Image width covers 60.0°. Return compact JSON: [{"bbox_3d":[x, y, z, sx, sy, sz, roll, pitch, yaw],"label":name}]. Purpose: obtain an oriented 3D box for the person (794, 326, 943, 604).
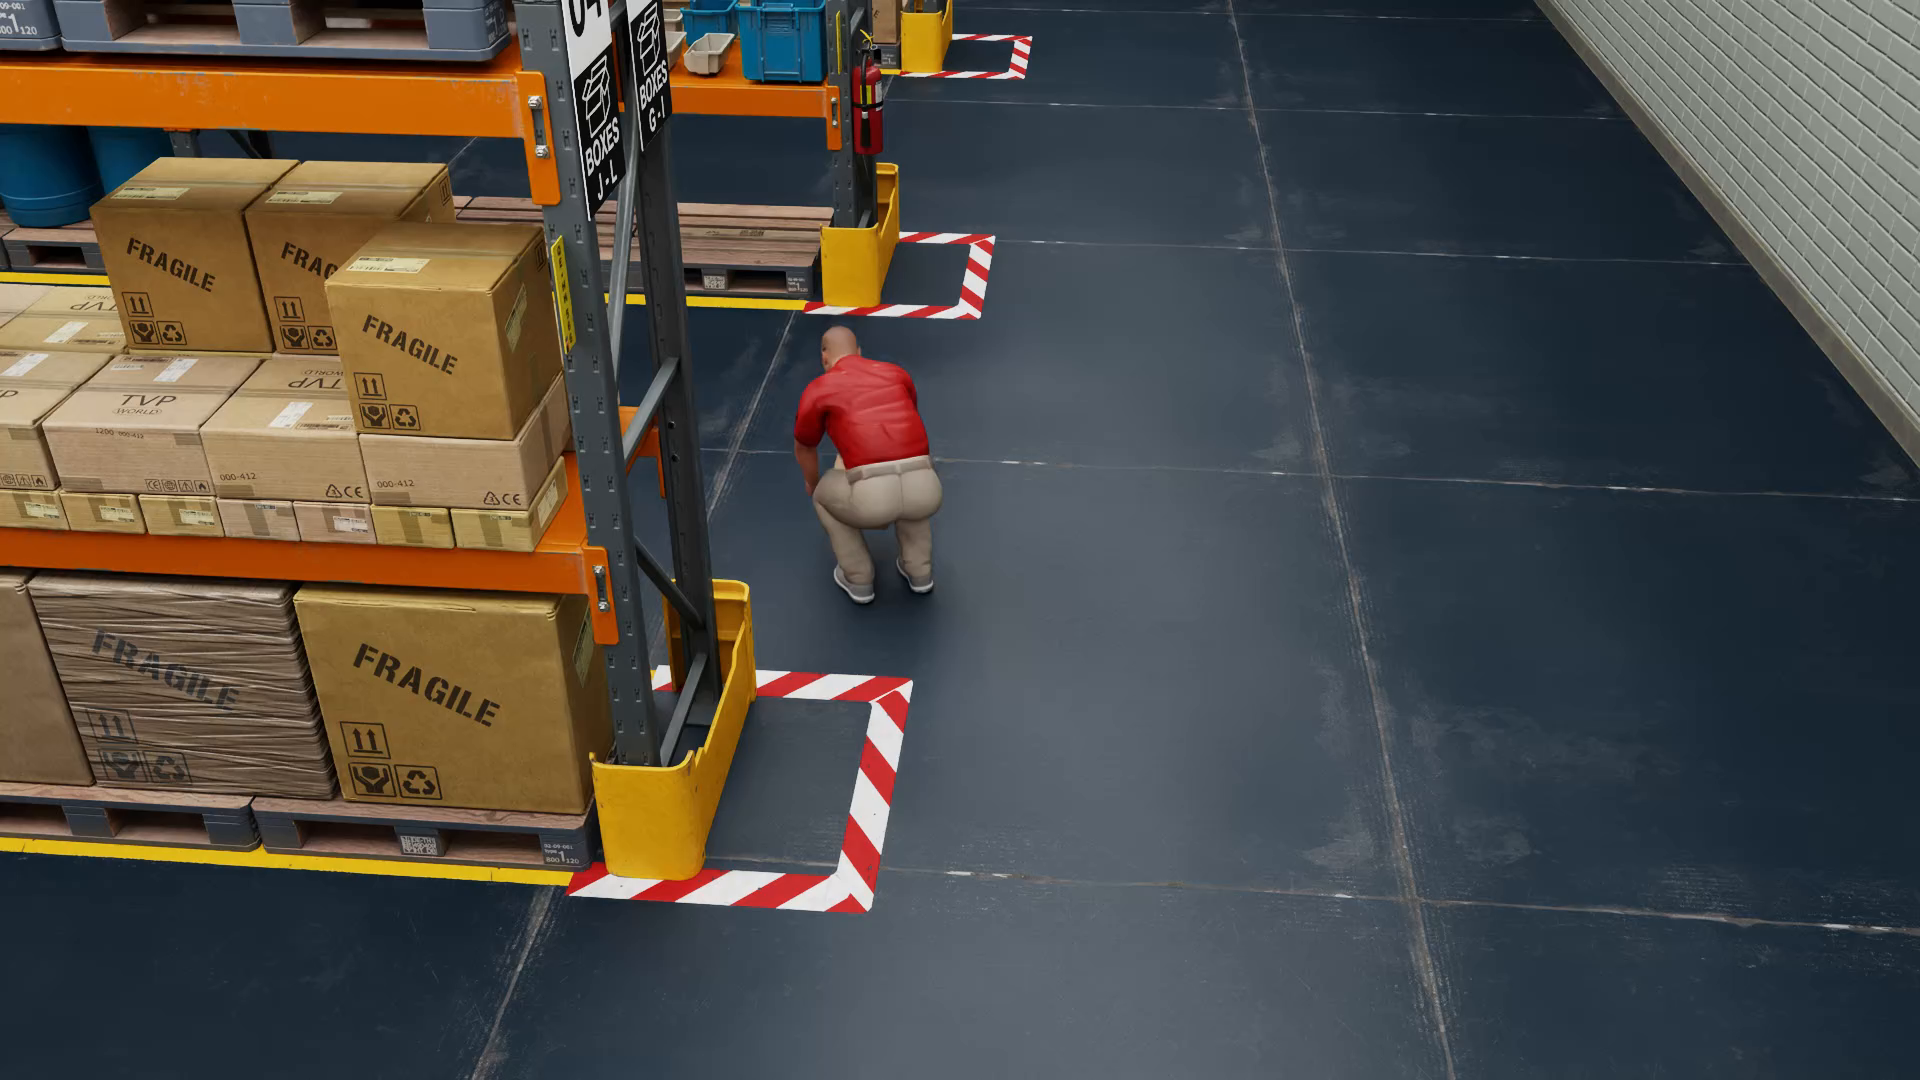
[{"bbox_3d":[-0.402,-0.304,7.268,0.577,1.076,0.824,-10,33,-15],"label":"person"}]
